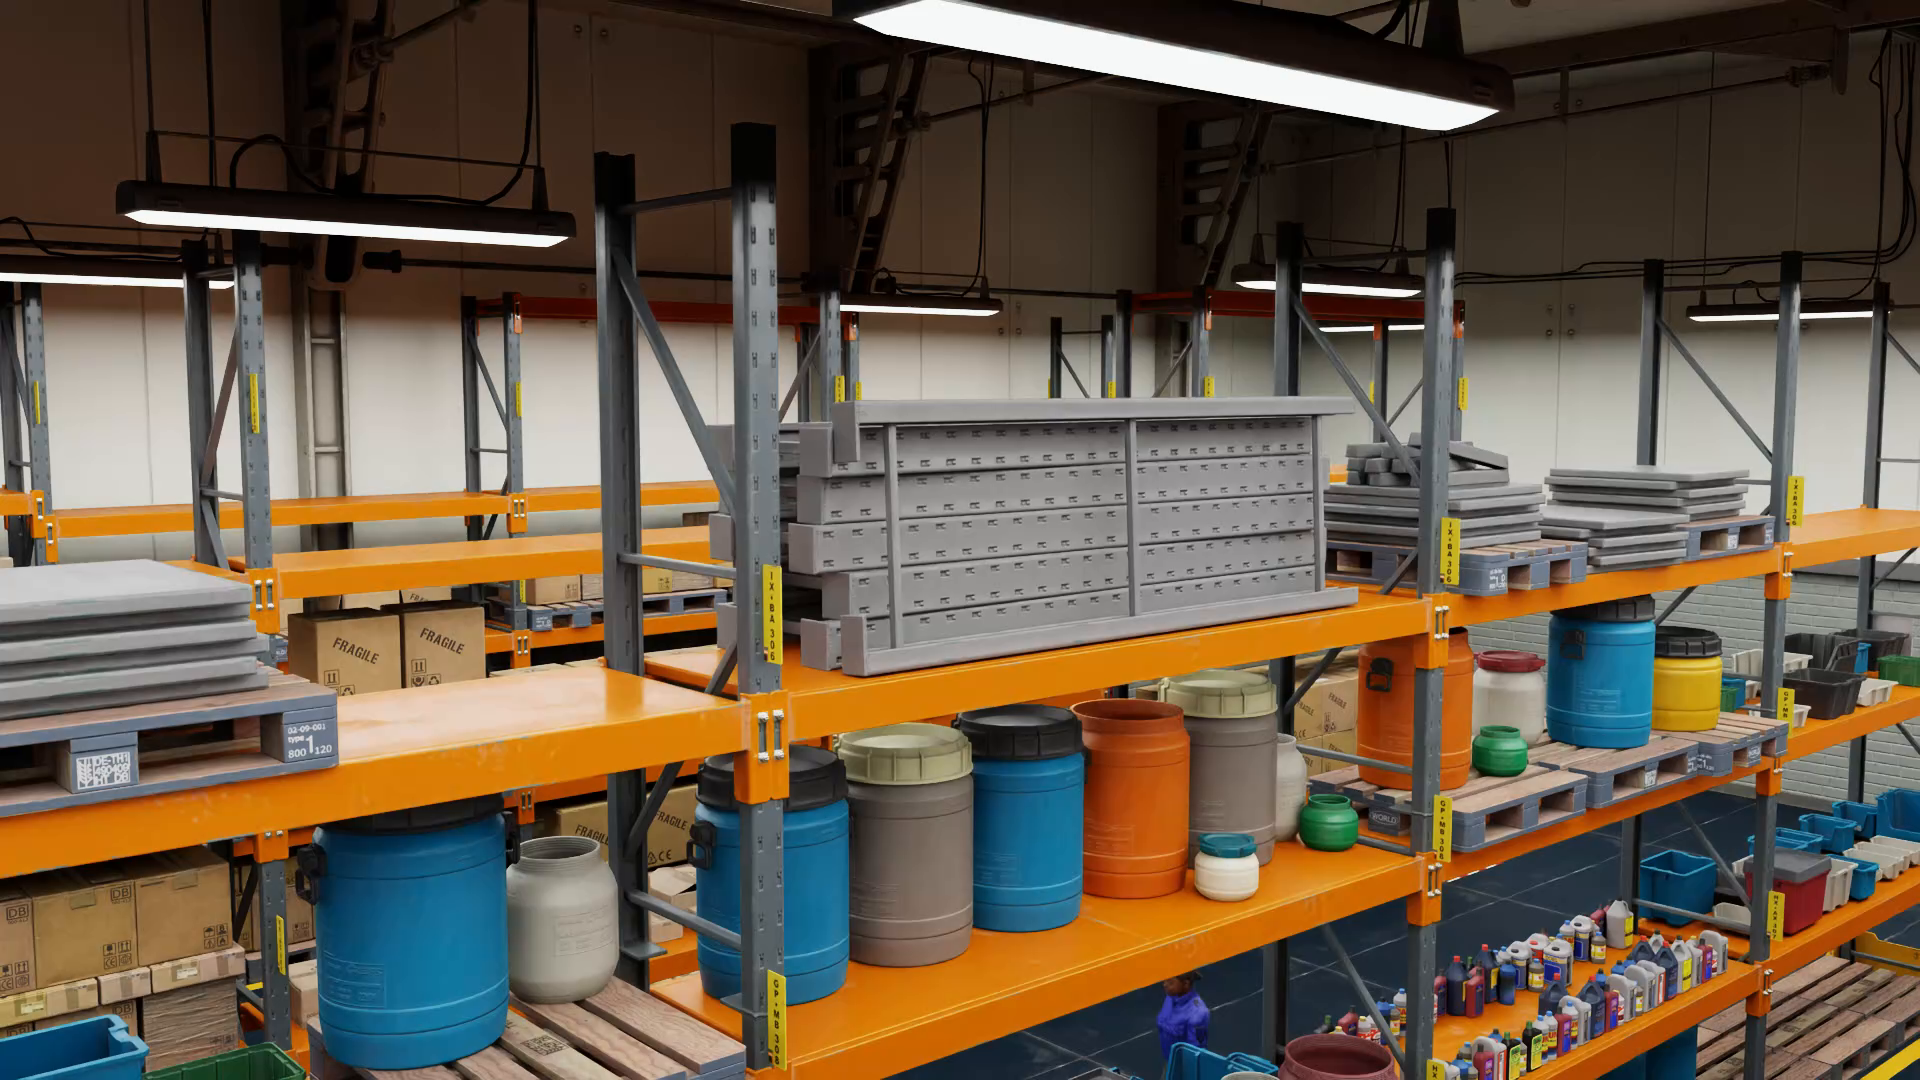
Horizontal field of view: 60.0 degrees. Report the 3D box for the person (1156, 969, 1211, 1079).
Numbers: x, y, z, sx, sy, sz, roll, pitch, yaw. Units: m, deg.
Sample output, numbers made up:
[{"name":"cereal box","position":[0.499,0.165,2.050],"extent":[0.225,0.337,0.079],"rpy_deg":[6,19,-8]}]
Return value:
[{"name":"person","position":[1.403,3.391,10.275],"extent":[0.542,1.703,0.493],"rpy_deg":[-2,6,-22]}]
